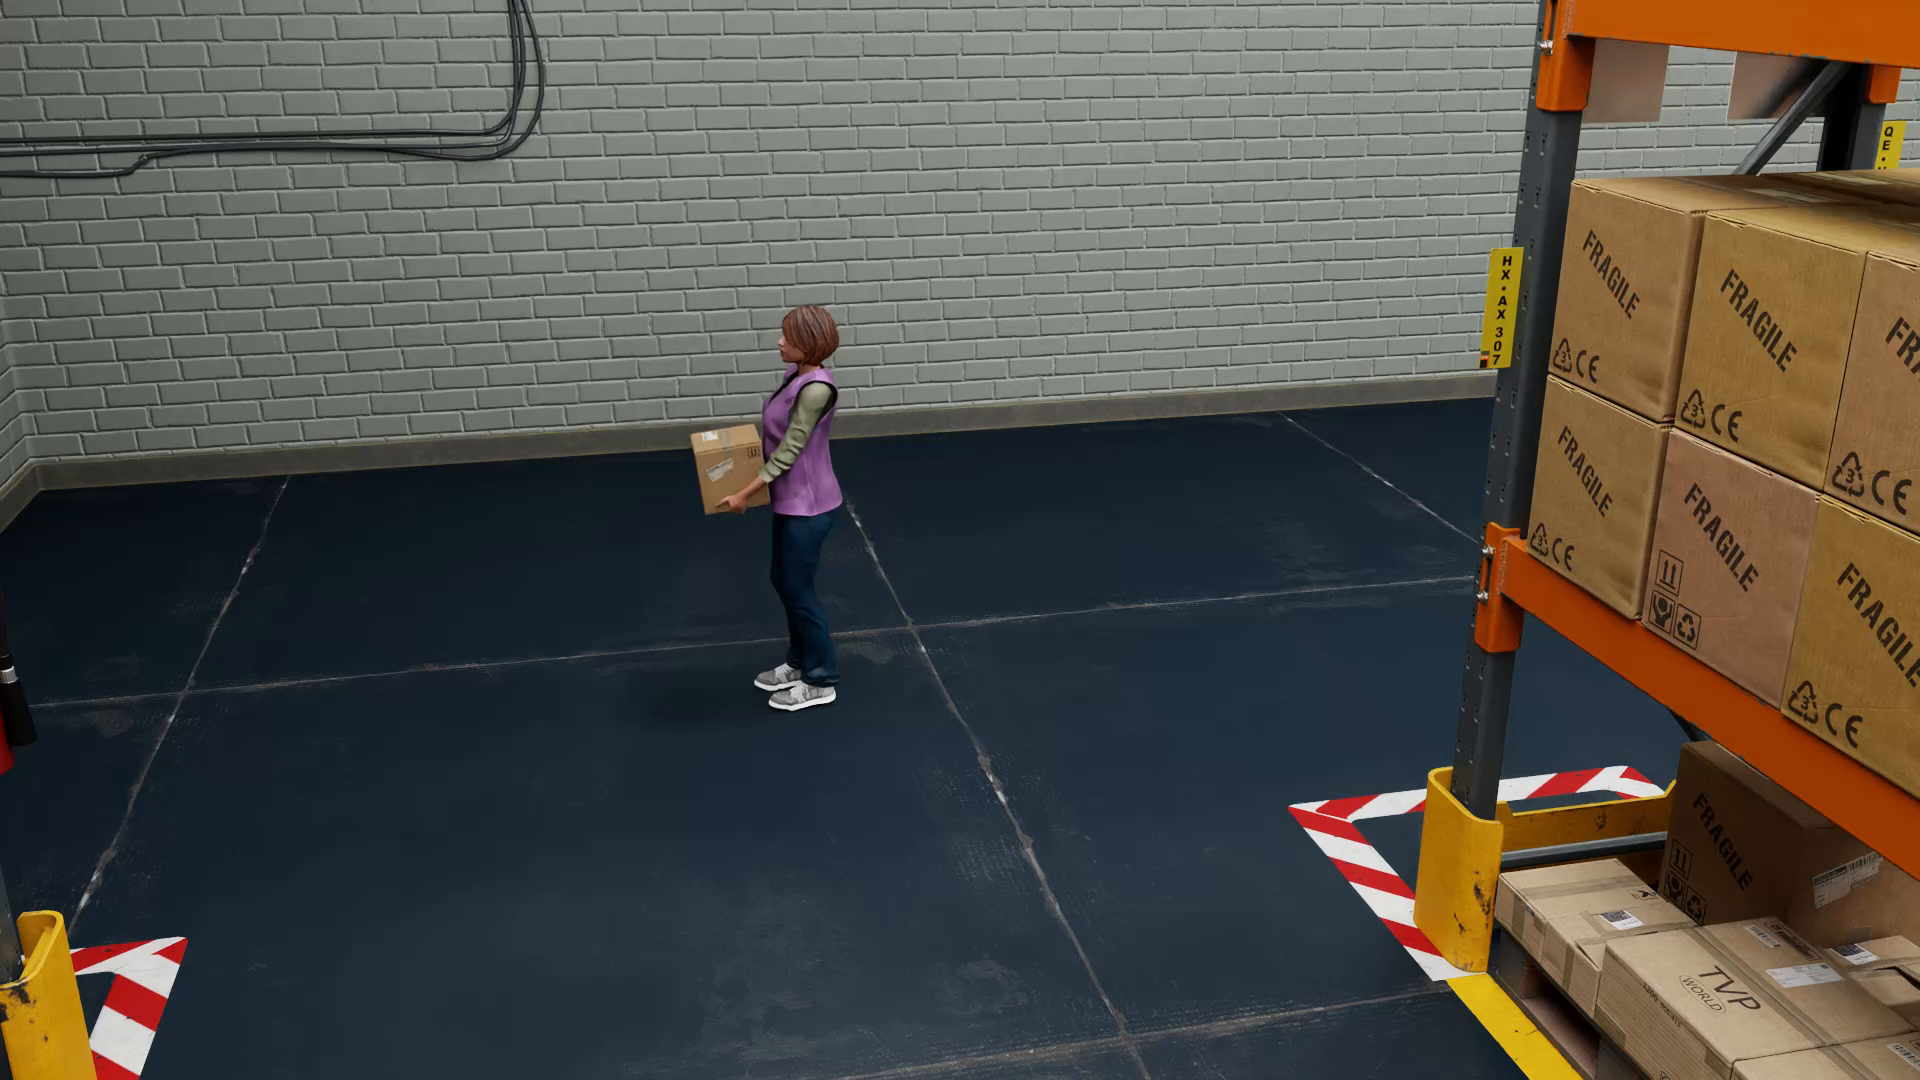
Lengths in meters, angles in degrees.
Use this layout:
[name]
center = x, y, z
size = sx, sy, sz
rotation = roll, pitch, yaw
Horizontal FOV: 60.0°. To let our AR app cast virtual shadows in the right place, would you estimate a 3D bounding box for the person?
[person]
center = -0.634, -0.123, 6.433
size = 0.371, 1.588, 0.445
rotation = -5, 21, -13
